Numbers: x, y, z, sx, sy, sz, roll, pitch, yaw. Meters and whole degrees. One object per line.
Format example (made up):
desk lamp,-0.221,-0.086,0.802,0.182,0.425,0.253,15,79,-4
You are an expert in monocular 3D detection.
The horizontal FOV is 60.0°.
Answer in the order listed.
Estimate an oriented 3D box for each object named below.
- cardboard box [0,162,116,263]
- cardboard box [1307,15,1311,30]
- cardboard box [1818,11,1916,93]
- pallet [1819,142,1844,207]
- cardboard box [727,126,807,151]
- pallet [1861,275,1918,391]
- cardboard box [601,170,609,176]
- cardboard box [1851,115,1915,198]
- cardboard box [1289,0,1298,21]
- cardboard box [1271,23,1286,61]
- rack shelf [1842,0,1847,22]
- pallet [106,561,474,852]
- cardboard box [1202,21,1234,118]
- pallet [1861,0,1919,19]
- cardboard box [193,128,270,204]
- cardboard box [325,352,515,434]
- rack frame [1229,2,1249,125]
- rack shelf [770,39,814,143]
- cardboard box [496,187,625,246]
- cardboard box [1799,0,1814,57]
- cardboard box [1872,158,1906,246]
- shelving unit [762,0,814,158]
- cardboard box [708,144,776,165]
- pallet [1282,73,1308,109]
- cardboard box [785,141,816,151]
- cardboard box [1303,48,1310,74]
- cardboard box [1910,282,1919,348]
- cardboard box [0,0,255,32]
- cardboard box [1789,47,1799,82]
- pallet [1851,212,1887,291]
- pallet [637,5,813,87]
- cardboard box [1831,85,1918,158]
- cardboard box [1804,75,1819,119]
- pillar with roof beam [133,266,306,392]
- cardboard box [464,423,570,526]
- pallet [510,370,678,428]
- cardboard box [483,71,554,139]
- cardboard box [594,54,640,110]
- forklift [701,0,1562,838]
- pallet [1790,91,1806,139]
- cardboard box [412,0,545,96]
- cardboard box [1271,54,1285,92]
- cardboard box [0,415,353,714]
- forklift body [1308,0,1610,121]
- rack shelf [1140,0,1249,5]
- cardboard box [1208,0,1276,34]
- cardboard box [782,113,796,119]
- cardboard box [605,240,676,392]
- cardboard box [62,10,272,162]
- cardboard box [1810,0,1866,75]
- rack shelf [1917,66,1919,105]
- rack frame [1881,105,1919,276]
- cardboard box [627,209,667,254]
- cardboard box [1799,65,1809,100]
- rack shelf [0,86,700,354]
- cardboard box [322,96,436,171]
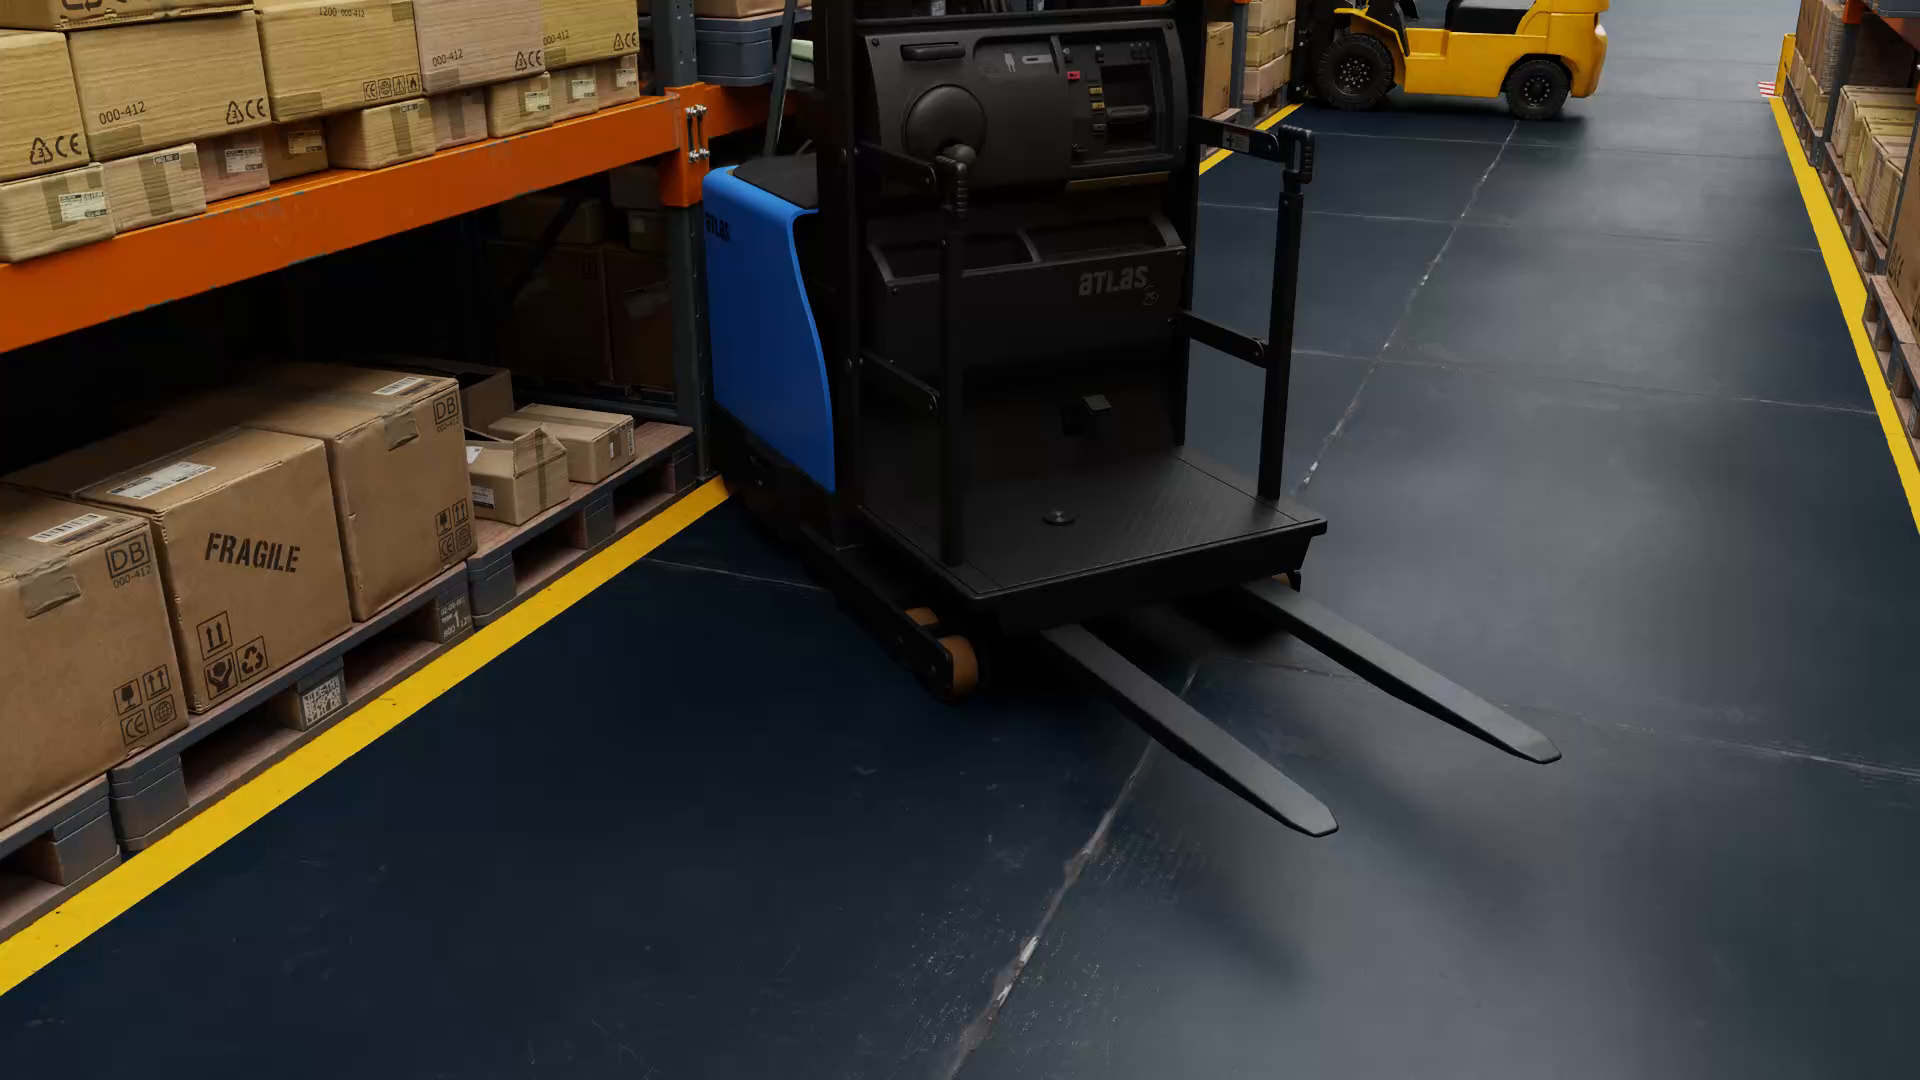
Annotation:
cardboard box,-1.904,-0.655,3.252,0.380,0.149,0.250,8,24,19
cardboard box,2.690,-4.357,14.162,0.500,0.250,0.500,9,24,20
cardboard box,6.233,-3.345,11.415,0.500,0.500,0.500,8,24,19
pallet,5.974,-2.258,10.381,1.003,0.211,1.213,9,24,20
cardboard box,-0.887,-1.738,7.376,0.380,0.149,0.250,8,24,18
pallet,4.413,-0.834,6.972,1.003,0.211,1.213,9,24,20
cardboard box,-1.275,-1.366,6.484,0.380,0.149,0.250,9,24,21
cardboard box,5.549,-2.110,9.273,0.950,0.372,0.625,10,25,22
cardboard box,2.497,-4.408,13.638,0.500,0.250,0.500,10,25,22
cardboard box,2.304,-3.998,13.303,0.500,0.250,0.500,9,24,20
rack shelf,7.005,-4.207,12.364,1.077,0.370,4.000,9,24,20
pallet,-2.027,0.301,4.256,1.003,0.211,1.213,9,24,20
cardboard box,1.469,-3.442,12.135,0.875,0.625,0.625,10,25,22
pallet,4.942,-2.574,7.769,1.213,0.211,1.003,9,24,20
cardboard box,-1.793,-0.854,3.729,0.380,0.149,0.250,9,24,20
cardboard box,-1.784,-0.420,5.308,0.500,0.311,0.500,10,25,22
rack frame,1.652,-4.533,12.210,1.000,3.000,0.127,9,24,20
rack shelf,-0.294,-1.522,5.771,0.431,0.370,0.720,17,19,19
cardboard box,-1.451,-1.182,6.046,0.380,0.149,0.250,8,24,18
cardboard box,6.993,-4.080,13.177,0.500,0.500,0.500,8,24,18
cardboard box,4.995,-1.574,7.991,0.950,0.372,0.625,7,24,16
shelving unit,-0.366,-1.157,5.889,0.431,1.500,0.755,17,19,19
cardboard box,-0.887,-1.337,6.029,0.380,0.149,0.250,8,24,17
pallet,2.438,-3.963,14.463,1.003,0.211,1.213,9,24,20
cardboard box,-0.512,-1.576,6.988,0.380,0.149,0.250,10,25,22
cardboard box,2.697,-4.132,14.274,0.500,0.250,0.500,10,25,22
cardboard box,4.107,-1.051,6.087,0.875,0.875,0.875,9,24,21
cardboard box,-1.830,-1.313,3.338,0.500,0.500,0.500,9,24,21
cardboard box,7.191,-3.931,13.791,0.500,0.250,0.500,9,24,20
pallet,5.068,-1.385,8.291,1.003,0.211,1.213,9,24,20
pallet,-0.921,-1.852,6.040,1.003,0.211,1.213,9,24,20
cardboard box,6.069,-2.617,10.487,0.950,0.372,0.625,9,24,21
cardboard box,6.421,-3.190,12.019,0.500,0.250,0.500,8,24,19
pillar with roof beam,1.582,-3.702,2.436,9.100,9.000,0.400,9,24,20
cardboard box,-1.386,-0.233,4.918,0.396,0.266,0.258,10,25,22
pallet,-1.053,-0.680,6.603,1.003,0.211,1.213,9,24,20
cardboard box,-1.354,-1.211,4.583,0.380,0.149,0.250,9,24,21
cardboard box,-1.203,-1.404,5.045,0.380,0.149,0.250,9,24,21
forklift,0.291,-1.140,4.175,1.130,2.935,3.031,-11,25,-26
pallet,6.930,-3.220,12.685,1.003,0.211,1.213,9,24,20
cardboard box,-1.455,-1.339,4.373,0.500,0.250,0.500,9,24,20
cardboard box,2.313,-3.767,13.400,0.500,0.250,0.500,8,24,19
cardboard box,-1.847,0.041,3.959,0.500,0.500,0.500,9,24,21
forklift body,4.127,-4.633,13.550,2.313,2.155,1.214,9,24,20
rack shelf,0.909,-3.485,10.635,1.077,0.370,4.000,9,24,20
cardboard box,2.123,-4.047,12.773,0.500,0.250,0.500,8,24,19
cardboard box,-0.698,-1.923,7.818,0.380,0.149,0.250,8,24,19
cardboard box,-0.931,-0.851,6.094,0.500,0.500,0.500,10,25,22
cardboard box,-1.844,-0.979,3.510,0.500,0.250,0.500,8,24,19
cardboard box,6.608,-3.710,12.289,0.500,0.500,0.500,10,25,23
rack shelf,4.033,-1.344,5.510,1.077,0.370,4.000,9,24,20
rack frame,4.776,-2.392,7.085,1.000,3.000,0.127,9,24,20
cardboard box,-0.939,-1.100,5.848,0.380,0.149,0.250,10,25,23
cardboard box,6.804,-3.552,12.885,0.500,0.250,0.500,11,25,24
rack shelf,-2.062,-0.622,3.781,1.077,0.370,4.000,9,24,20
cardboard box,-1.546,-1.025,4.139,0.380,0.149,0.250,8,24,19
